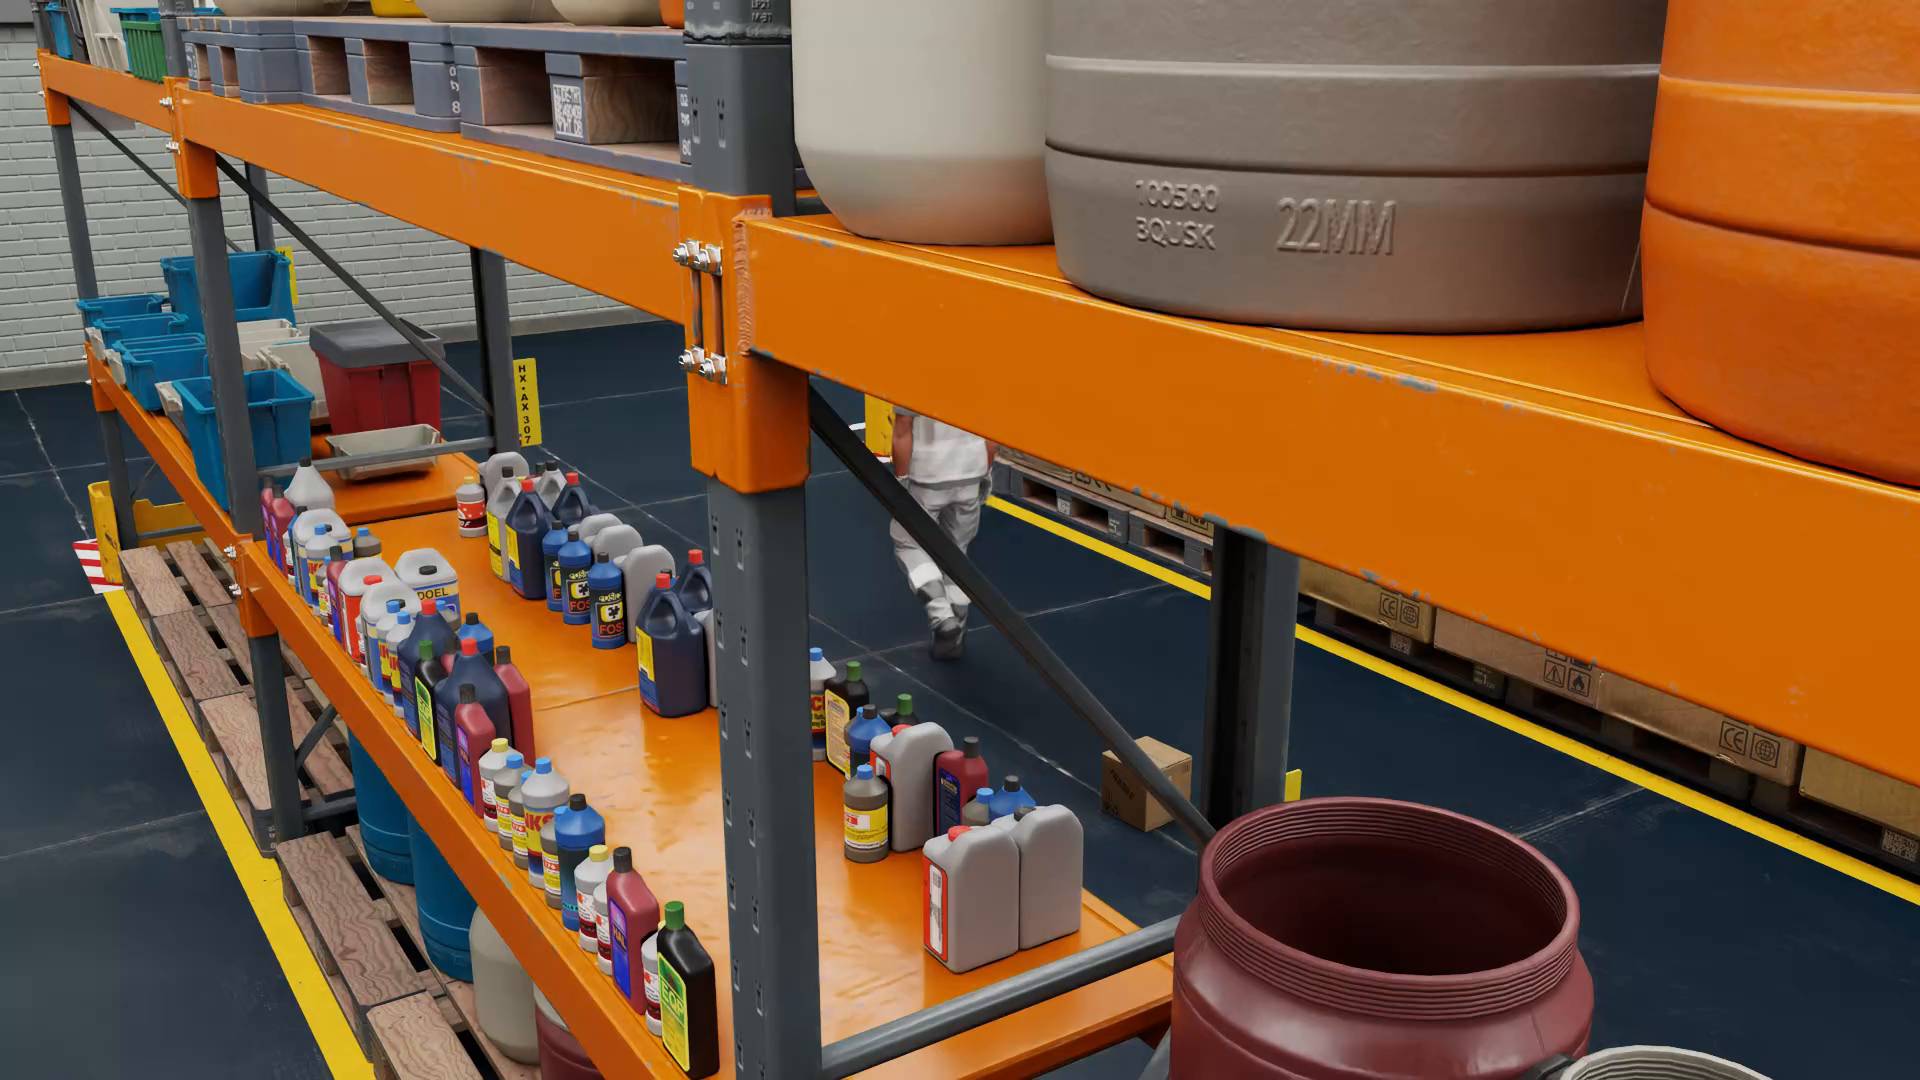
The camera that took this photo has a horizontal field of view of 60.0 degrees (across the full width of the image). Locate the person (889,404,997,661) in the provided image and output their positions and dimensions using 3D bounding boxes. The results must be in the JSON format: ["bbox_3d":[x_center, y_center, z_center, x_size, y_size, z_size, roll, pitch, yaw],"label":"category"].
[{"bbox_3d":[-0.060,-0.274,7.783,0.546,1.781,0.569,-7,19,-20],"label":"person"}]
